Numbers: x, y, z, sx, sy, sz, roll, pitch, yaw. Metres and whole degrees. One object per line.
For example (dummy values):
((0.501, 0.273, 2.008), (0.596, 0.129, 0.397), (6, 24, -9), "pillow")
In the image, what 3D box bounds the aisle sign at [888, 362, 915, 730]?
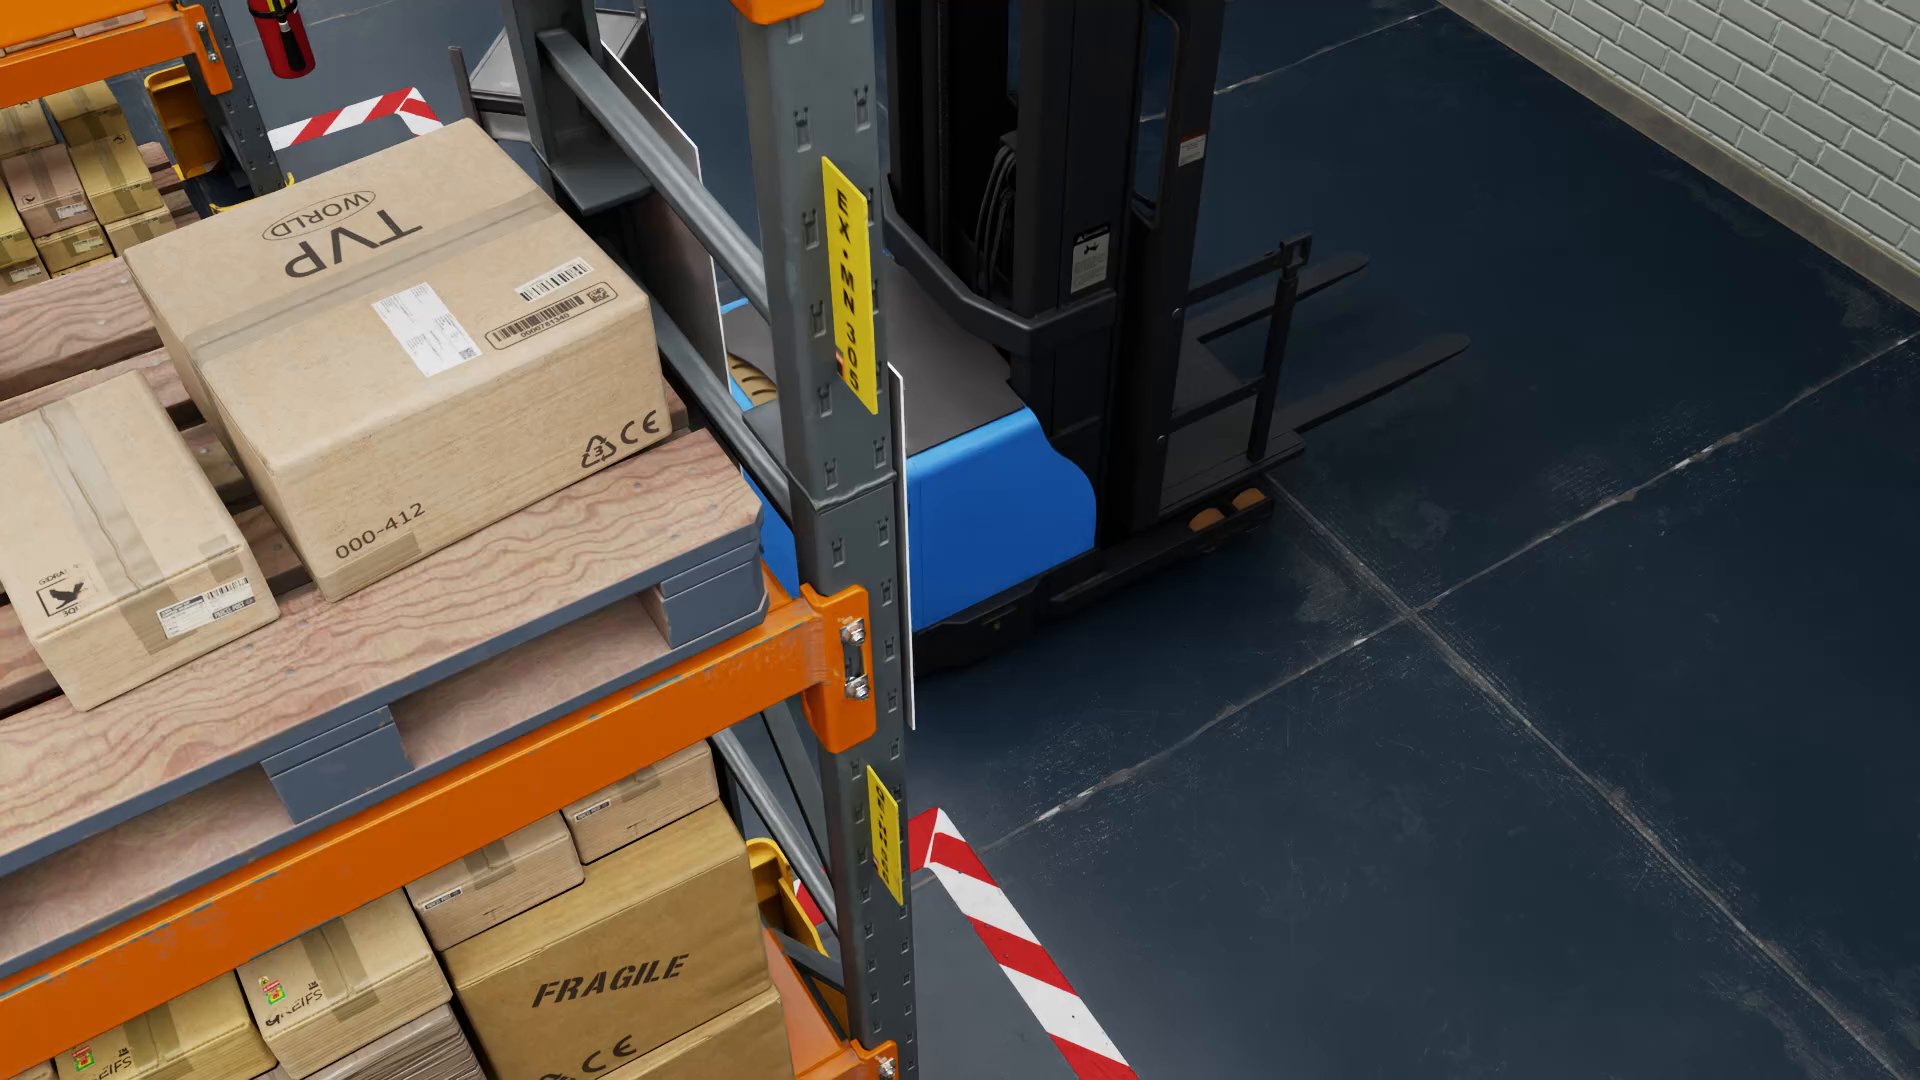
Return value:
((-0.181, -0.073, 2.565), (0.004, 0.787, 0.394), (-25, 53, -21), "aisle sign")

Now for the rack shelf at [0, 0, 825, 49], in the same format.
((-2.099, -0.201, 1.153), (4.000, 0.370, 1.077), (-25, 53, -21), "rack shelf")

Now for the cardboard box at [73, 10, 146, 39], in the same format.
((-3.259, -2.069, 6.253), (0.250, 0.149, 0.380), (-25, 53, -21), "cardboard box")

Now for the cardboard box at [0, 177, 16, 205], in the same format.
((-4.136, -1.478, 6.987), (0.250, 0.149, 0.380), (-25, 53, -20), "cardboard box")

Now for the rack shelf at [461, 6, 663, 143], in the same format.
((-1.193, -1.291, 5.075), (0.431, 0.518, 0.480), (8, 49, 7), "rack shelf")

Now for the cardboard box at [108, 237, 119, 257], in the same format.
((-3.468, -1.312, 7.037), (0.250, 0.149, 0.380), (-24, 53, -20), "cardboard box")

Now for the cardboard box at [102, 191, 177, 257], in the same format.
((-3.428, -1.361, 6.882), (0.250, 0.149, 0.380), (-27, 53, -22), "cardboard box")

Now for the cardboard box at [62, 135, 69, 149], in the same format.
((-3.714, -1.705, 7.189), (0.250, 0.149, 0.380), (-23, 52, -19), "cardboard box")

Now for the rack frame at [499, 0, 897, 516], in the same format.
((-0.407, -1.370, 1.445), (0.127, 3.000, 1.000), (-25, 53, -21), "rack frame")

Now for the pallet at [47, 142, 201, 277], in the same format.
((-3.904, -1.202, 7.179), (1.213, 0.211, 1.003), (-25, 53, -21), "pallet")

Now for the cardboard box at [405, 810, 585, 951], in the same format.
((-0.806, 0.429, 2.688), (0.250, 0.149, 0.380), (-24, 53, -20), "cardboard box")

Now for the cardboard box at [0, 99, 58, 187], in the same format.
((-3.928, -1.671, 6.959), (0.250, 0.149, 0.380), (-24, 53, -20), "cardboard box")

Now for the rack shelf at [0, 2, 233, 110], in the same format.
((-4.826, -1.425, 5.992), (4.000, 0.370, 1.077), (-25, 53, -21), "rack shelf")

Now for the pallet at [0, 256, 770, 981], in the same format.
((-1.029, -0.041, 2.329), (1.213, 0.211, 1.003), (-25, 53, -21), "pallet")

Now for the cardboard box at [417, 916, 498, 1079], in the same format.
((-1.107, 1.141, 3.158), (0.500, 0.500, 0.500), (-26, 53, -22), "cardboard box")

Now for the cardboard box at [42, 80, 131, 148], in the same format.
((-3.759, -1.857, 7.124), (0.250, 0.149, 0.380), (-27, 54, -22), "cardboard box")

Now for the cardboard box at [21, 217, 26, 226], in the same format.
((-4.132, -1.387, 7.104), (0.250, 0.149, 0.380), (-25, 53, -20), "cardboard box")

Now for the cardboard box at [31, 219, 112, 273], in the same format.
((-3.678, -1.291, 6.820), (0.250, 0.149, 0.380), (-26, 53, -22), "cardboard box")

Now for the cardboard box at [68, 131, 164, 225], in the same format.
((-3.447, -1.480, 6.789), (0.250, 0.149, 0.380), (-25, 53, -20), "cardboard box")

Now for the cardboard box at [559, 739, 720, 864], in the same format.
((-0.604, 0.313, 2.792), (0.250, 0.149, 0.380), (-25, 53, -20), "cardboard box")

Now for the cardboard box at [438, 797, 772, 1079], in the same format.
((-0.688, 0.601, 2.969), (0.500, 0.500, 0.500), (-24, 52, -20), "cardboard box")

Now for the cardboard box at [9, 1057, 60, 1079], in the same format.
((-1.473, 0.719, 2.430), (0.250, 0.149, 0.380), (-26, 53, -21), "cardboard box")

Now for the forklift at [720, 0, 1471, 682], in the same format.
((0.586, -1.244, 5.395), (3.031, 2.935, 1.130), (-25, 53, -20), "forklift")

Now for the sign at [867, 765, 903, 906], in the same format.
((-0.130, 0.509, 2.854), (0.005, 0.325, 0.100), (-25, 53, -21), "sign")

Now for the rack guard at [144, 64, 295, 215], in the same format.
((-3.198, -1.600, 7.340), (0.348, 0.500, 1.175), (-25, 53, -21), "rack guard")

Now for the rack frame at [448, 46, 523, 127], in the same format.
((-1.241, -0.656, 5.428), (0.400, 2.100, 0.015), (8, 49, 7), "rack frame")

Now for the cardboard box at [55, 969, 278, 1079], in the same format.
((-1.214, 0.659, 2.483), (0.250, 0.149, 0.380), (-24, 53, -20), "cardboard box")

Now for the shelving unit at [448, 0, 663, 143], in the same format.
((-1.193, -0.835, 5.588), (0.431, 2.100, 0.503), (8, 49, 7), "shelving unit")

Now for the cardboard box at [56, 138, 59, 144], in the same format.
((-3.976, -1.632, 7.123), (0.250, 0.149, 0.380), (-25, 53, -21), "cardboard box")

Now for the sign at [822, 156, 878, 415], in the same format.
((-0.130, -0.293, 1.954), (0.005, 0.325, 0.100), (-25, 53, -21), "sign")

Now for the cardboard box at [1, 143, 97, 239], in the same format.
((-3.690, -1.416, 6.732), (0.250, 0.149, 0.380), (-24, 53, -20), "cardboard box")

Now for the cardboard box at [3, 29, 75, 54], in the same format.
((-3.490, -1.994, 6.185), (0.250, 0.149, 0.380), (-25, 53, -21), "cardboard box")

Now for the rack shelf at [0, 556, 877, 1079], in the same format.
((-2.099, 0.663, 2.124), (4.000, 0.370, 1.077), (-25, 53, -21), "rack shelf")

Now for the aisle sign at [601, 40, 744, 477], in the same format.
((-0.501, -0.452, 2.903), (0.004, 0.787, 0.394), (-25, 53, -21), "aisle sign")

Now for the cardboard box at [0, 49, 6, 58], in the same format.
((-3.694, -1.885, 6.088), (0.250, 0.149, 0.380), (-26, 53, -21), "cardboard box")

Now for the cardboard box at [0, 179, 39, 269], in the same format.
((-3.841, -1.233, 6.568), (0.250, 0.149, 0.380), (-26, 53, -22), "cardboard box")

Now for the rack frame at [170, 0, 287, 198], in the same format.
((-3.134, -2.461, 6.433), (0.127, 3.000, 1.000), (-25, 53, -21), "rack frame")

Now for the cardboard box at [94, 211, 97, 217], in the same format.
((-3.926, -1.490, 7.196), (0.250, 0.149, 0.380), (-25, 53, -21), "cardboard box")

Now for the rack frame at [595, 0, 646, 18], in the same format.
((-1.146, -1.014, 5.747), (0.400, 2.100, 0.015), (8, 49, 7), "rack frame")

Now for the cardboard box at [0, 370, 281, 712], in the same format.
((-1.052, -0.008, 2.060), (0.250, 0.149, 0.380), (-29, 54, -23), "cardboard box")

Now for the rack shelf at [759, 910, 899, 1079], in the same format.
((-2.099, 1.661, 3.244), (4.000, 0.370, 1.077), (-25, 53, -21), "rack shelf")

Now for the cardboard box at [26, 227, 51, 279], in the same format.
((-3.901, -1.094, 6.844), (0.250, 0.149, 0.380), (-25, 53, -21), "cardboard box")

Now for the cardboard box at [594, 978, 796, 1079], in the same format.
((-0.674, 0.951, 3.328), (0.500, 0.500, 0.500), (-25, 53, -21), "cardboard box")

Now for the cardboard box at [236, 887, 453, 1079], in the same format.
((-0.979, 0.585, 2.550), (0.250, 0.149, 0.380), (-26, 53, -21), "cardboard box")

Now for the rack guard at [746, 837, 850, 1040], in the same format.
((-0.387, 1.446, 4.627), (0.348, 0.500, 1.175), (-25, 53, -21), "rack guard")

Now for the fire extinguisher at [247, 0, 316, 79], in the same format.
((-2.675, -2.121, 6.431), (0.183, 0.674, 0.296), (-25, 53, -21), "fire extinguisher")

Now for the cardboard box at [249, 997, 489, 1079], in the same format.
((-1.115, 0.828, 2.767), (0.500, 0.500, 0.500), (-25, 53, -21), "cardboard box")

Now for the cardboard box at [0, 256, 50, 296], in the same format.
((-3.867, -1.153, 6.697), (0.250, 0.149, 0.380), (-27, 54, -22), "cardboard box")

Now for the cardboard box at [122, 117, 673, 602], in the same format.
((-0.740, -0.260, 2.216), (0.500, 0.250, 0.500), (-30, 55, -24), "cardboard box")

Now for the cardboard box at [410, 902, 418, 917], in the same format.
((-1.380, 0.821, 3.444), (0.500, 0.500, 0.500), (-26, 53, -21), "cardboard box")

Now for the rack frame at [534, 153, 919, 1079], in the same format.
((-0.407, 0.625, 3.685), (0.127, 3.000, 1.000), (-25, 53, -21), "rack frame")

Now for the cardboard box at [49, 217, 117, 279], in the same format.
((-3.632, -1.145, 6.889), (0.250, 0.149, 0.380), (-24, 52, -20), "cardboard box")

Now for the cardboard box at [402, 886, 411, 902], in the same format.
((-1.399, 0.481, 3.077), (0.500, 0.500, 0.500), (-27, 54, -22), "cardboard box")
